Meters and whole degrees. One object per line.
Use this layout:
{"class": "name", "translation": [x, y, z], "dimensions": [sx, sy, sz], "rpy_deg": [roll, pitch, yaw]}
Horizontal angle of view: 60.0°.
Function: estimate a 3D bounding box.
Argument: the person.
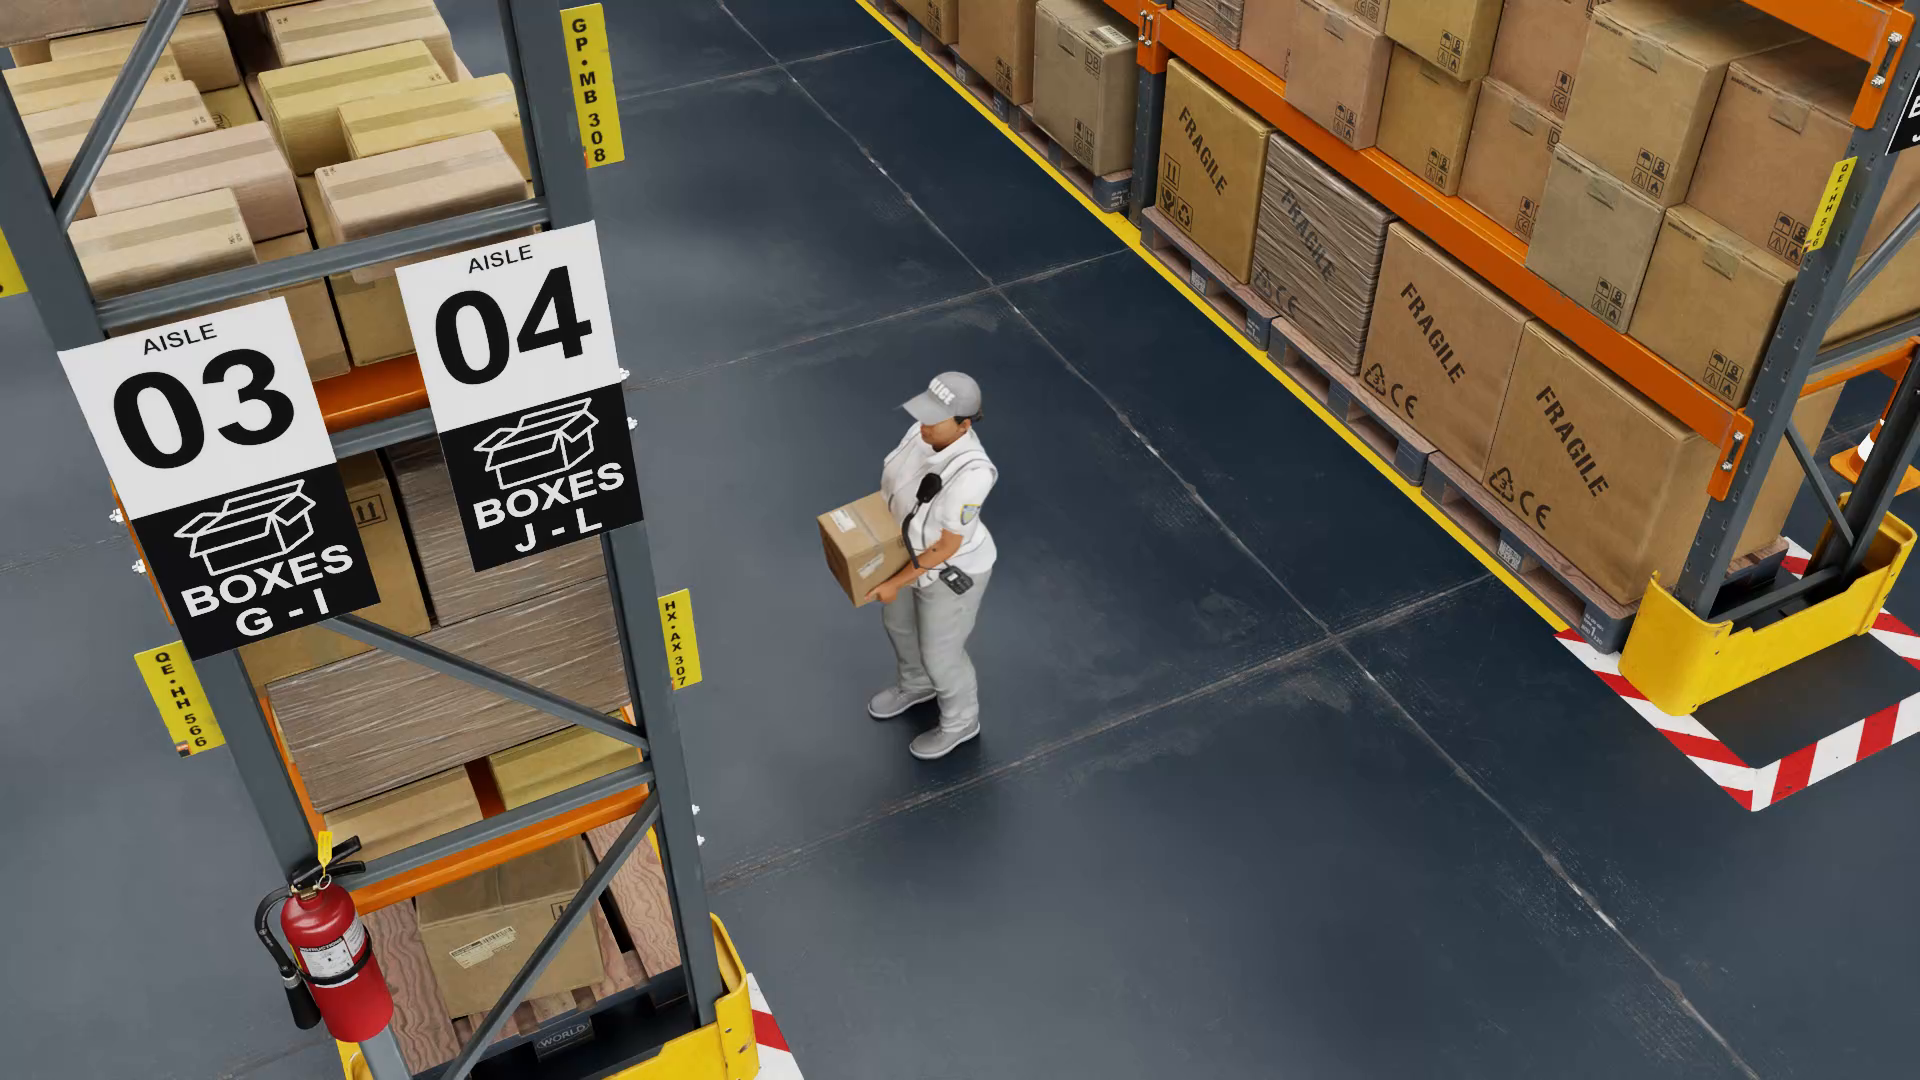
{"class": "person", "translation": [-0.152, 0.105, 6.046], "dimensions": [0.541, 1.653, 0.453], "rpy_deg": [-19, 45, -20]}
